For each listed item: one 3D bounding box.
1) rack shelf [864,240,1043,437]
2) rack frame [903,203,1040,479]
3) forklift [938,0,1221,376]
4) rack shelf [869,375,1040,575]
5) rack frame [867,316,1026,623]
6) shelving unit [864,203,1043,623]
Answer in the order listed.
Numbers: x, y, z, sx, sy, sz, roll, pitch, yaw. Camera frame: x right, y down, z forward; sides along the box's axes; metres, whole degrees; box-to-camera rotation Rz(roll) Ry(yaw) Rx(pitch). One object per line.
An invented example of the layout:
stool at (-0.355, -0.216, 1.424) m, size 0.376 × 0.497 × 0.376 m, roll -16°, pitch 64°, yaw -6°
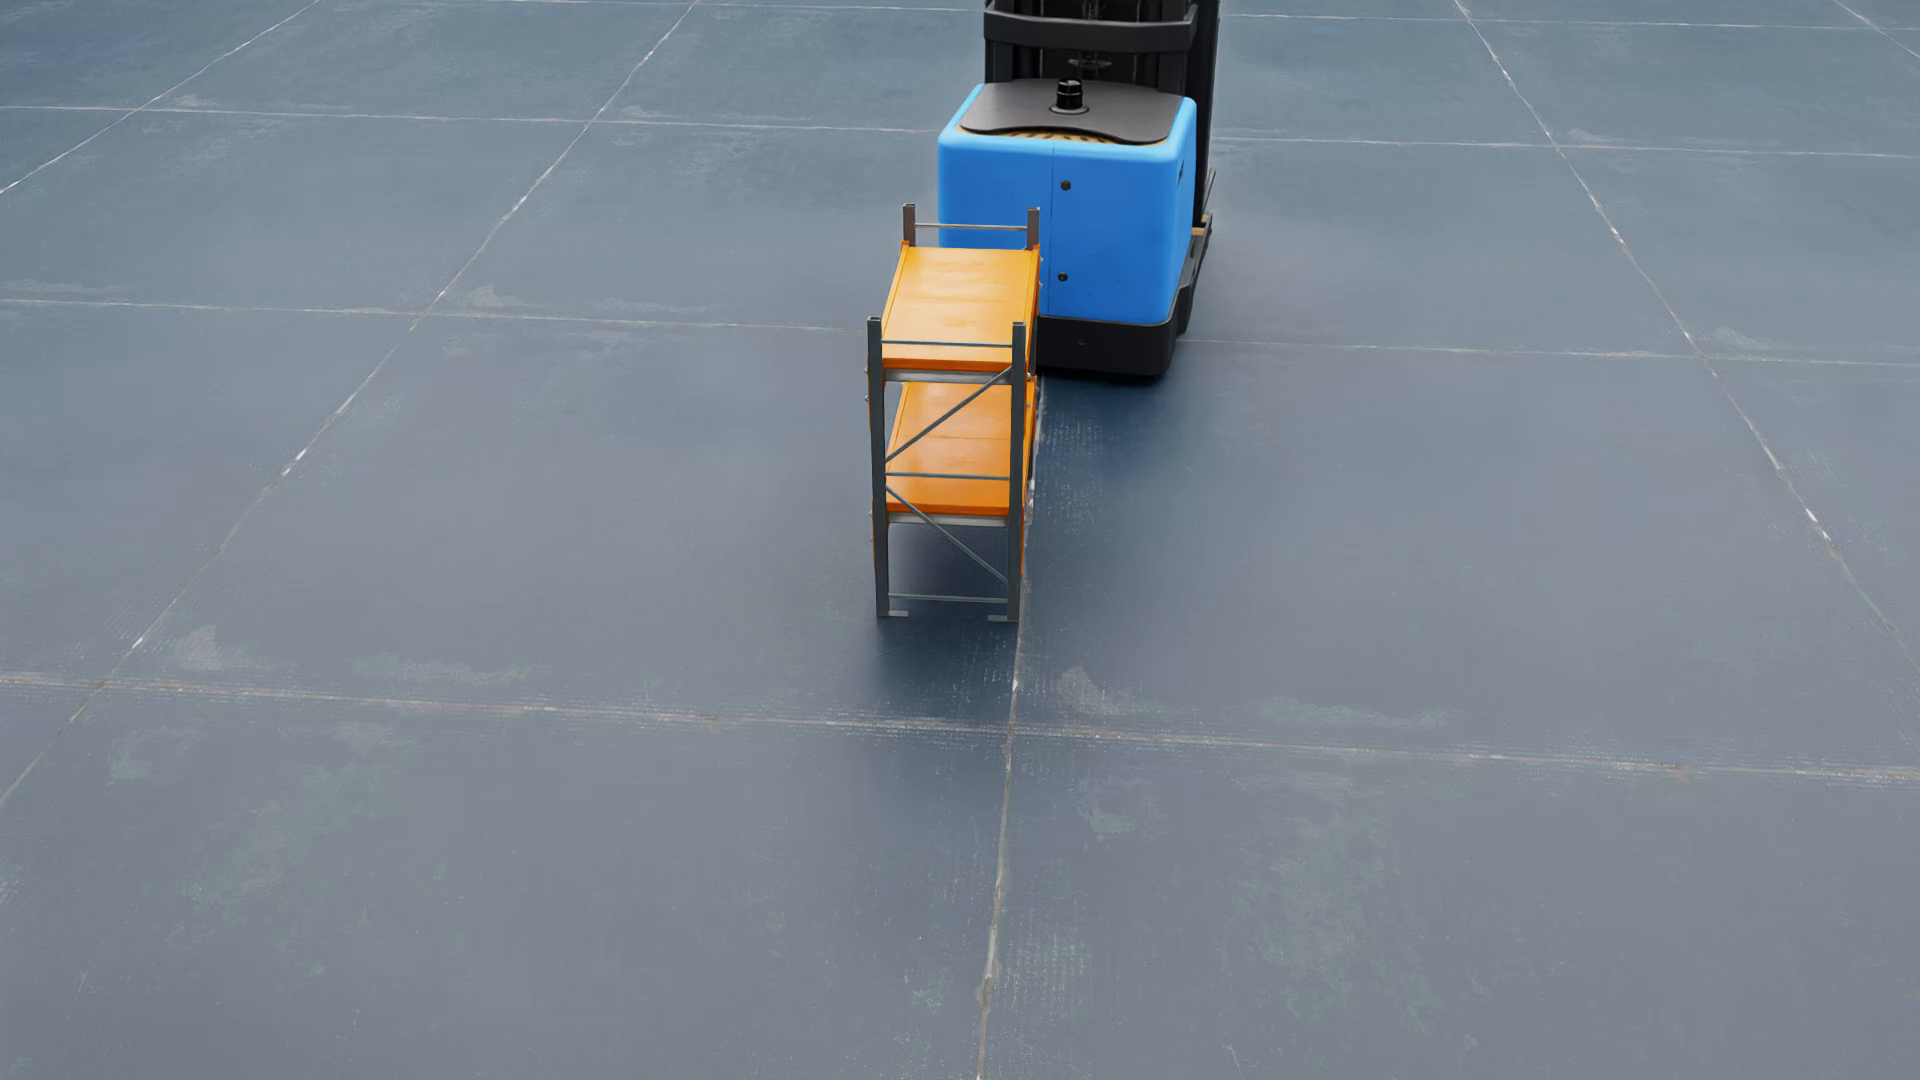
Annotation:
rack shelf at (-0.001, -0.725, 5.796) m, size 0.538 × 0.278 × 1.000 m, roll 2°, pitch 32°, yaw 4°
rack frame at (0.041, -0.741, 6.380) m, size 0.500 × 1.125 × 0.032 m, roll 2°, pitch 32°, yaw 4°
forklift at (0.715, -2.730, 7.886) m, size 1.130 × 2.935 × 3.031 m, roll 7°, pitch 32°, yaw 11°
rack shelf at (-0.001, -0.267, 6.077) m, size 0.538 × 0.278 × 1.000 m, roll 2°, pitch 32°, yaw 4°
rack frame at (-0.042, -0.210, 5.518) m, size 0.500 × 1.125 × 0.032 m, roll 2°, pitch 32°, yaw 4°
shelving unit at (-0.001, -0.475, 5.949) m, size 0.538 × 1.125 × 1.048 m, roll 2°, pitch 32°, yaw 4°
